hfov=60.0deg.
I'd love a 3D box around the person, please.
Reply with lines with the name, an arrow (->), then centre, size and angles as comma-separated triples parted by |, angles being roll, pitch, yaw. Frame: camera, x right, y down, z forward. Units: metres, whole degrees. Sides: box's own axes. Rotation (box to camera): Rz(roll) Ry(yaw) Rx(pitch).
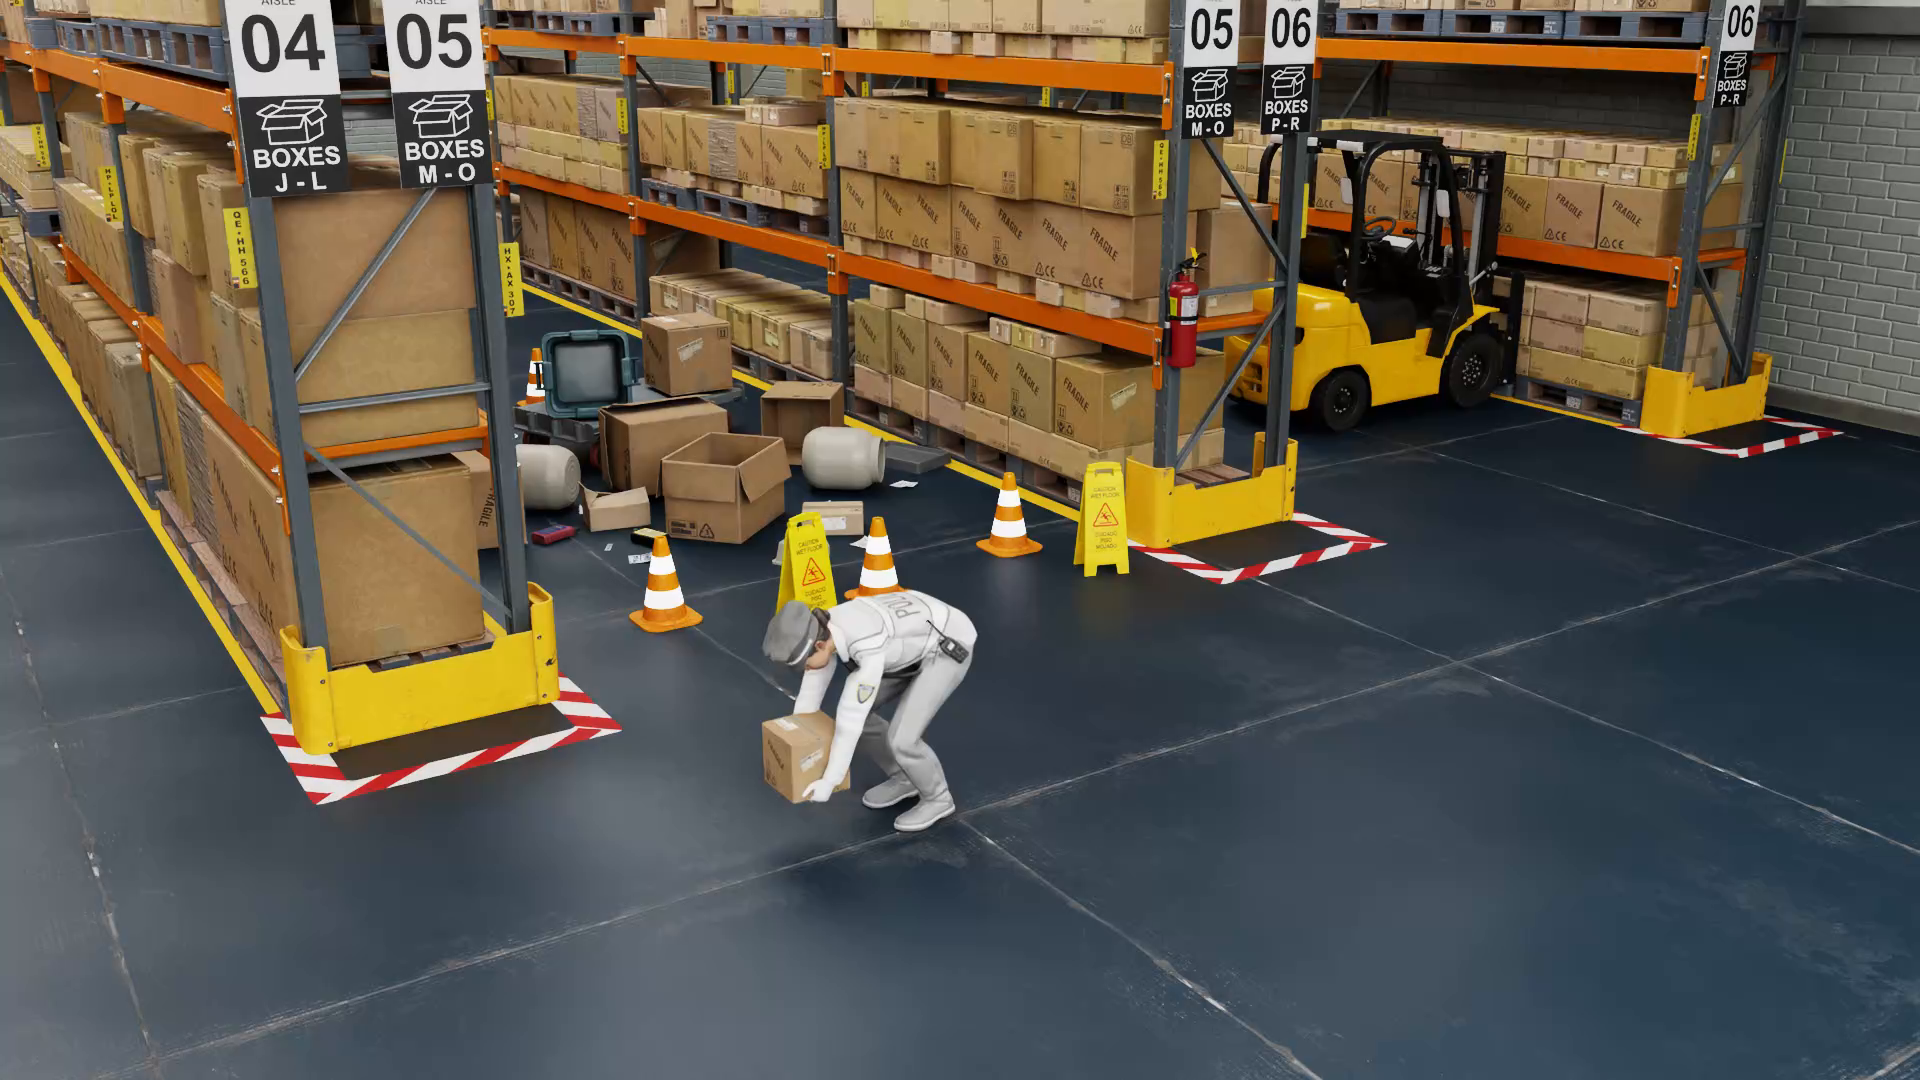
person -> -0.355, 0.660, 6.585 | 0.921, 1.019, 0.462 | -13, 22, -34
